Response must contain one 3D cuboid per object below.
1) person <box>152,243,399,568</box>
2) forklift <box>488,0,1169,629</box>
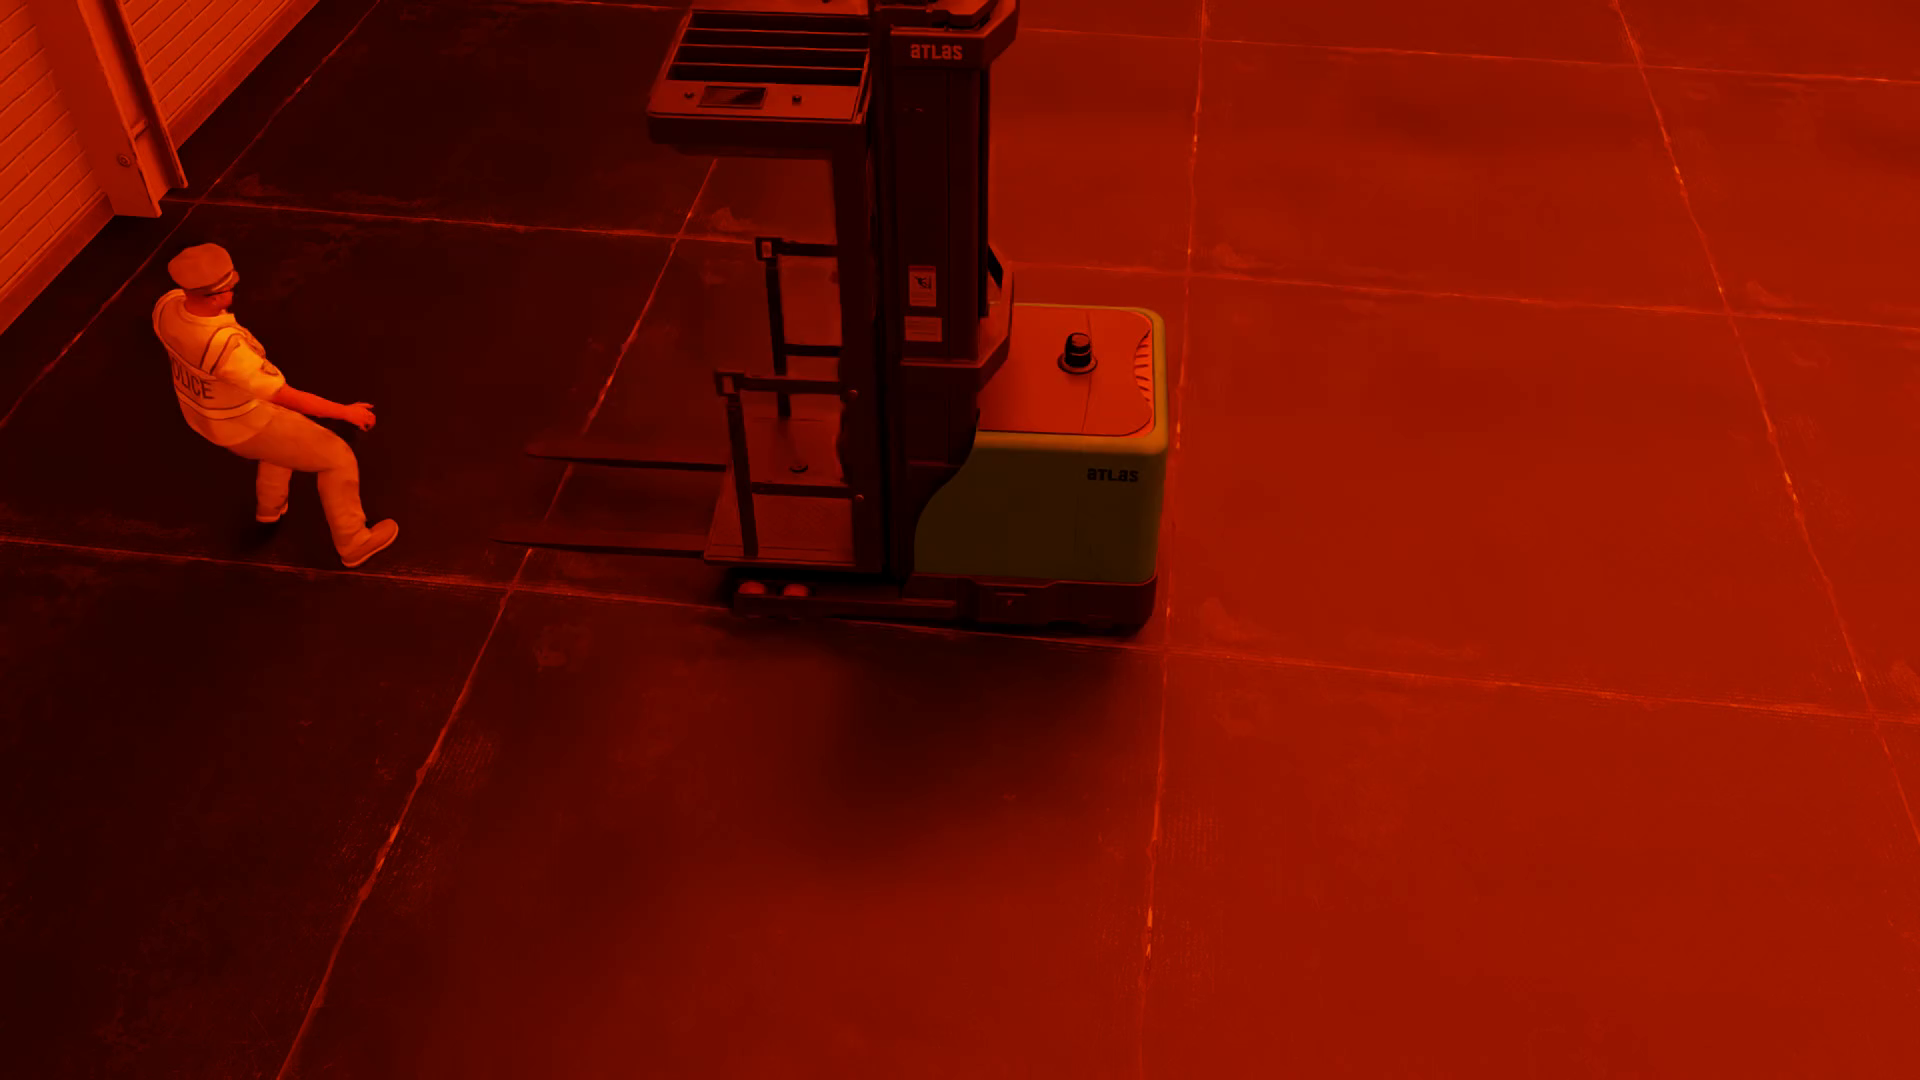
[{"bbox_3d":[-3.072,-0.614,7.358,0.865,1.614,0.571,28,49,27],"label":"person"},{"bbox_3d":[-0.616,-1.075,6.895,3.031,2.935,1.130,3,43,3],"label":"forklift"}]
